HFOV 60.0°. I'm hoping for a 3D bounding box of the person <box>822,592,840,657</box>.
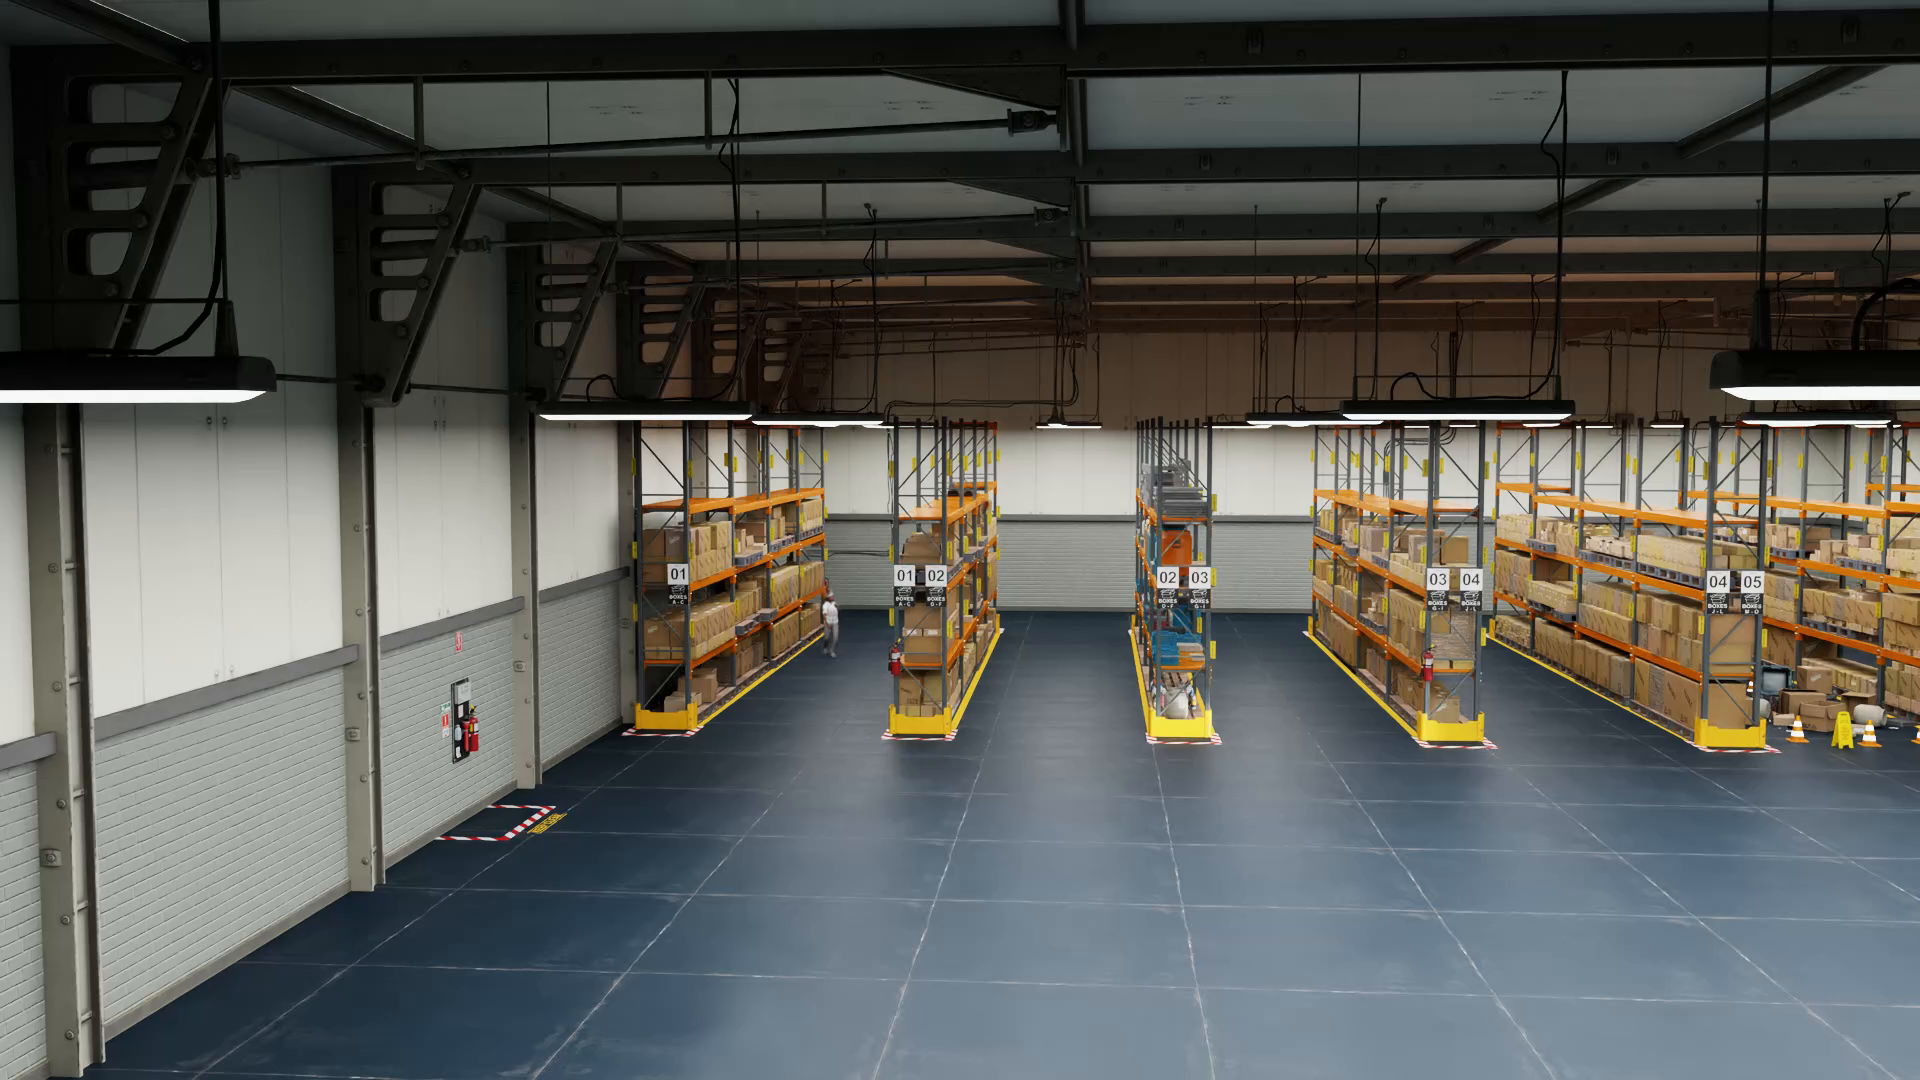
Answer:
[{"bbox_3d":[-3.252,2.139,42.359,0.555,1.673,0.649,-2,4,-26],"label":"person"}]
